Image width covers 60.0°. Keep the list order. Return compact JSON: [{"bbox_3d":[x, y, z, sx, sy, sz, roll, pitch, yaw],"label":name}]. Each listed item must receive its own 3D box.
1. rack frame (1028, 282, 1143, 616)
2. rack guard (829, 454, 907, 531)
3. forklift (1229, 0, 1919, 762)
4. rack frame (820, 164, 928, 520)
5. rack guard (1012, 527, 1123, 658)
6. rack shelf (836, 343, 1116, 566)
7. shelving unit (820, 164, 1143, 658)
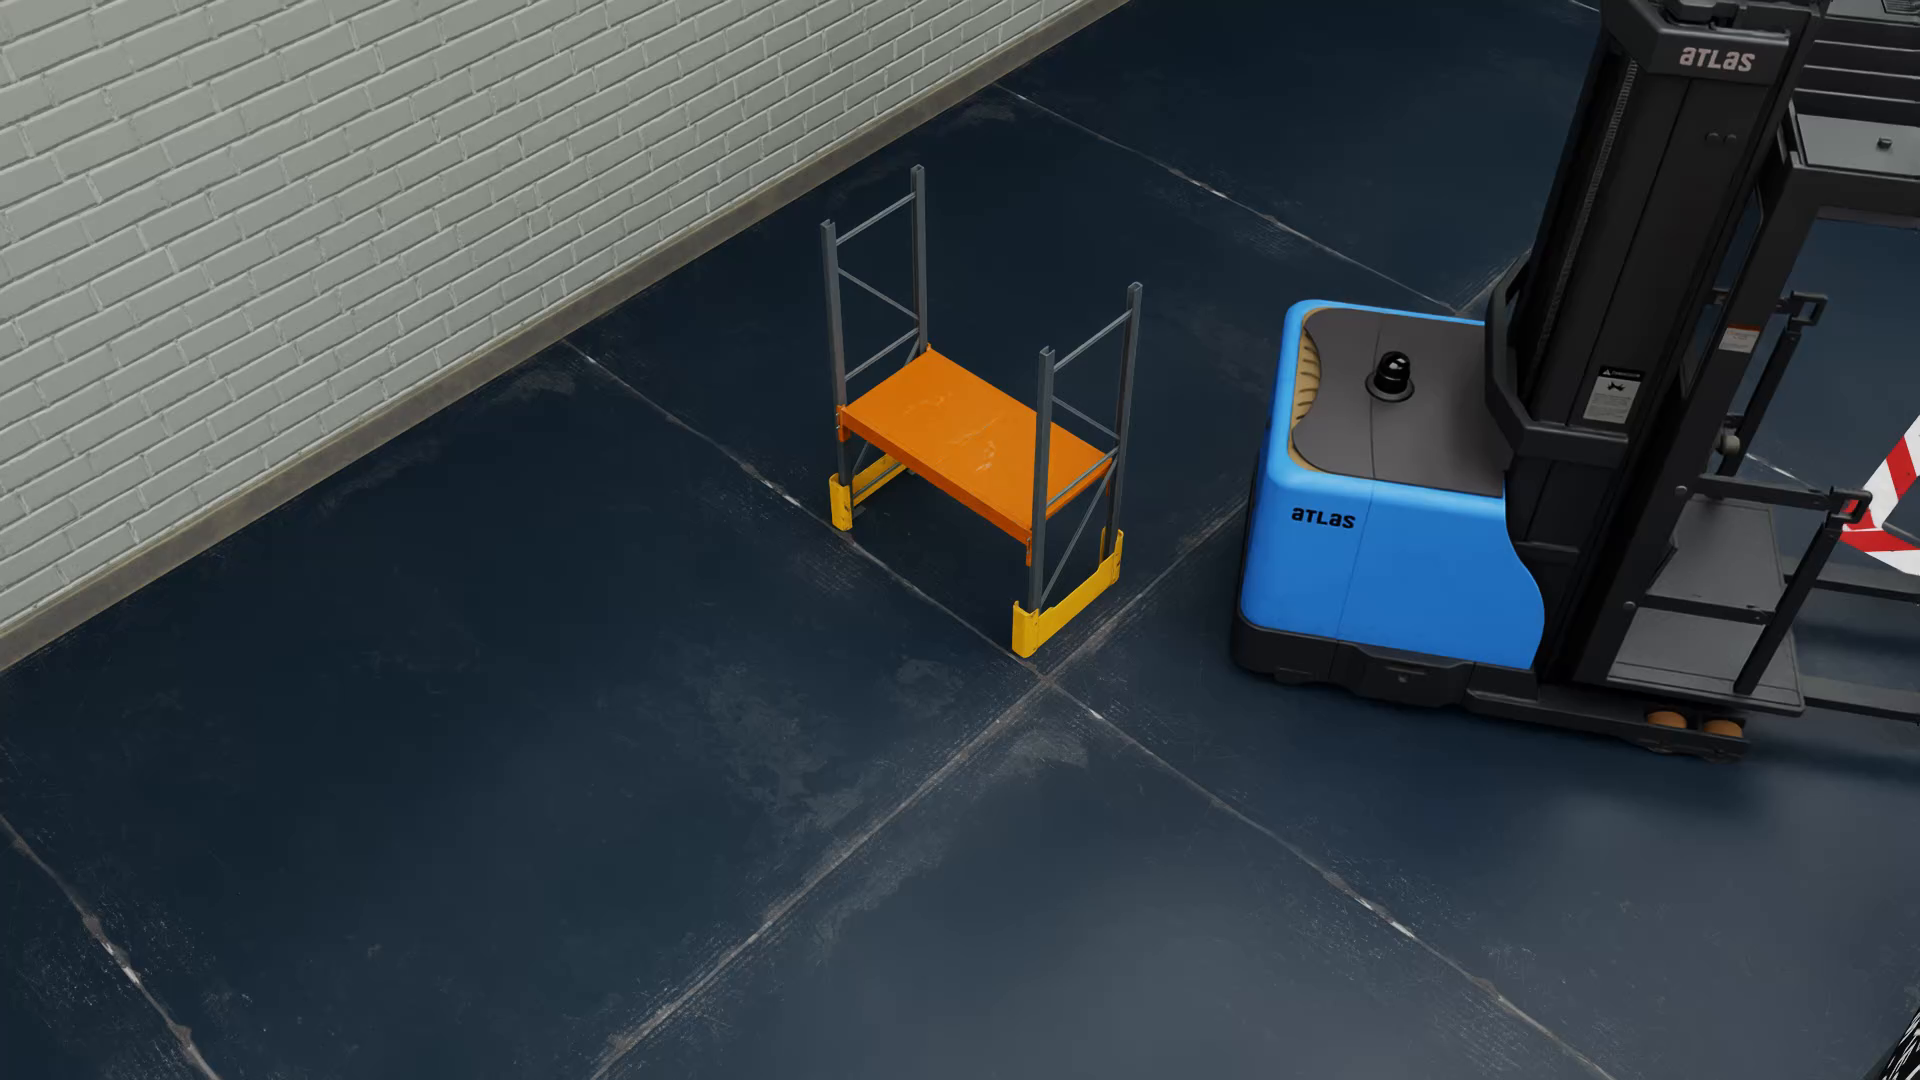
[{"bbox_3d":[0.436,-0.220,6.036,0.032,1.500,0.500,34,55,28],"label":"rack frame"},{"bbox_3d":[-0.310,-0.294,6.963,0.087,0.250,0.587,34,55,28],"label":"rack guard"},{"bbox_3d":[2.602,-0.617,5.427,3.031,2.935,1.130,9,47,8],"label":"forklift"},{"bbox_3d":[-0.311,-0.723,6.508,0.032,1.500,0.500,34,55,28],"label":"rack frame"},{"bbox_3d":[0.422,0.198,6.501,0.087,0.250,0.587,34,55,28],"label":"rack guard"},{"bbox_3d":[0.063,-0.348,6.403,1.000,0.185,0.538,34,55,28],"label":"rack shelf"},{"bbox_3d":[0.056,-0.476,6.276,1.083,1.500,0.587,34,55,28],"label":"shelving unit"}]
